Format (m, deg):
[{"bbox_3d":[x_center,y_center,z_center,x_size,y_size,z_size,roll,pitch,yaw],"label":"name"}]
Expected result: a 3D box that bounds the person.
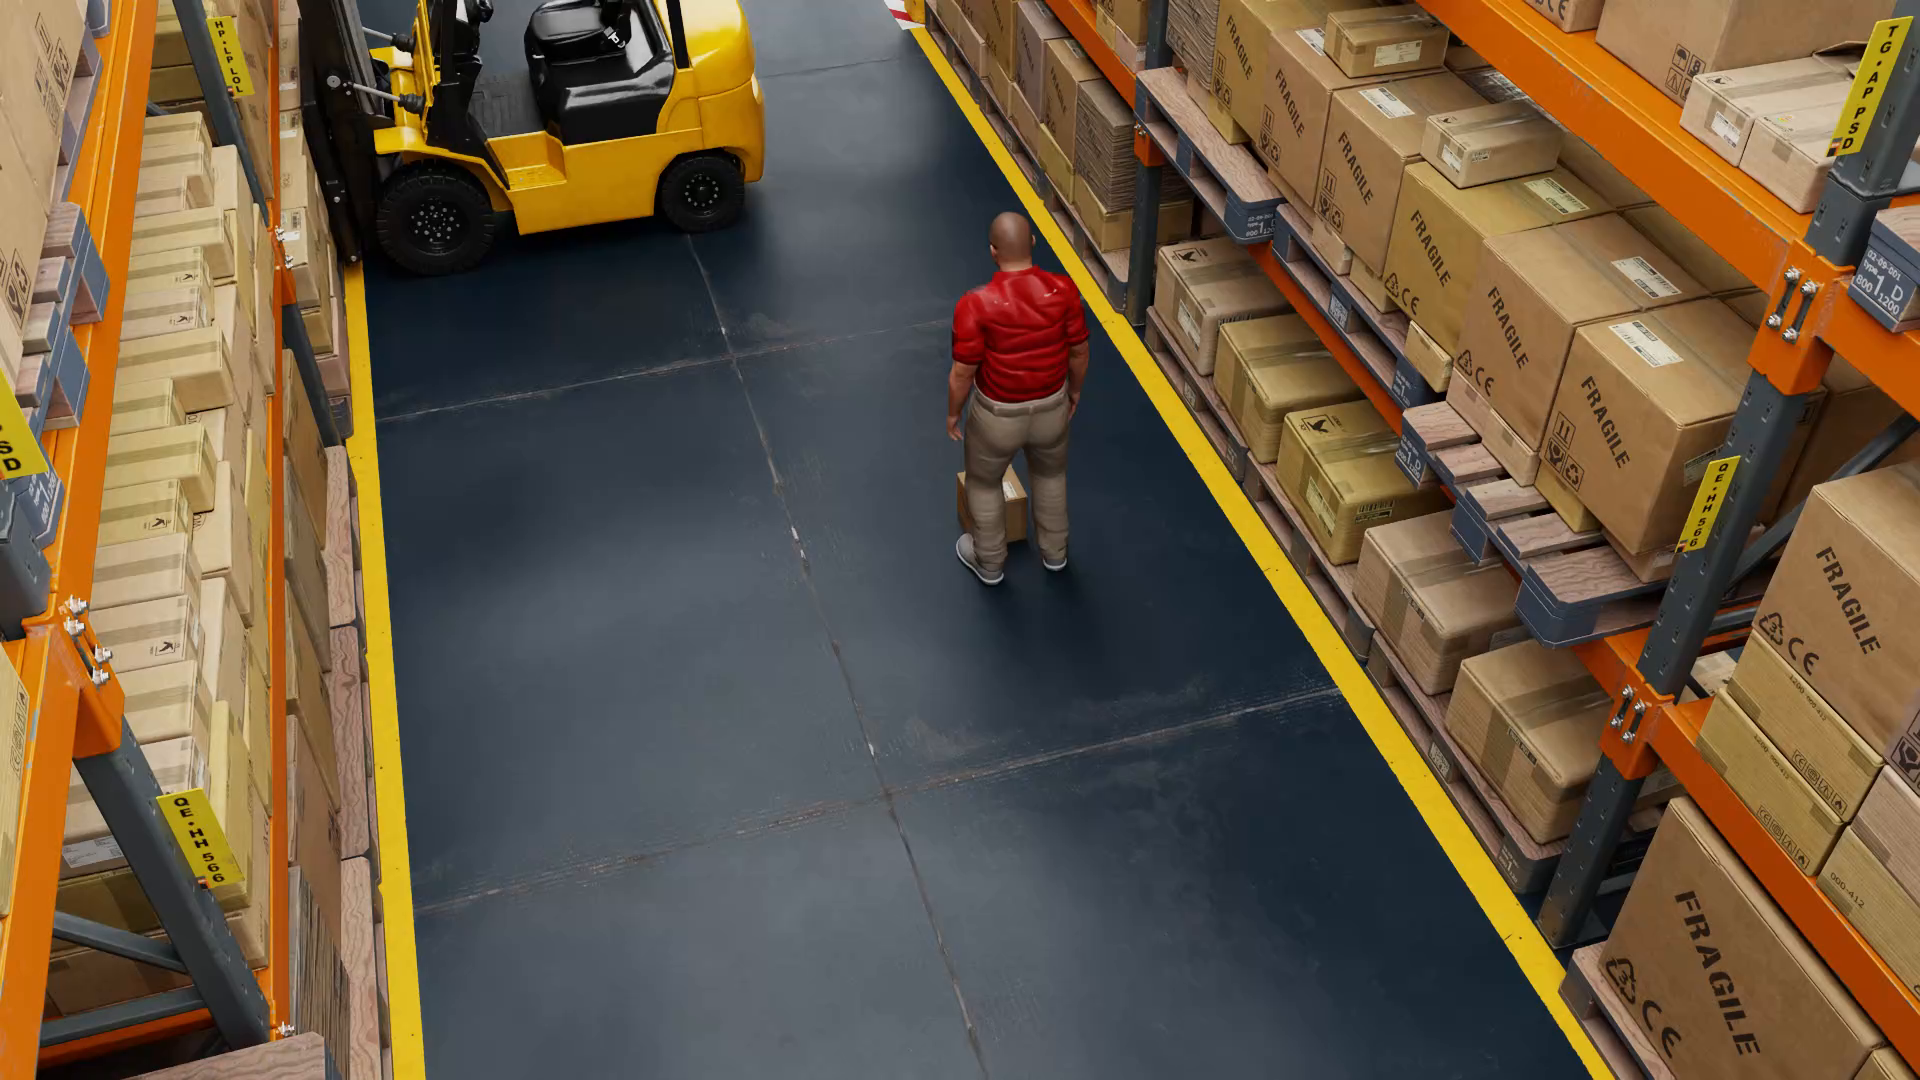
[{"bbox_3d":[0.228,-0.544,6.775,0.586,1.727,0.393,-12,43,-13],"label":"person"}]
